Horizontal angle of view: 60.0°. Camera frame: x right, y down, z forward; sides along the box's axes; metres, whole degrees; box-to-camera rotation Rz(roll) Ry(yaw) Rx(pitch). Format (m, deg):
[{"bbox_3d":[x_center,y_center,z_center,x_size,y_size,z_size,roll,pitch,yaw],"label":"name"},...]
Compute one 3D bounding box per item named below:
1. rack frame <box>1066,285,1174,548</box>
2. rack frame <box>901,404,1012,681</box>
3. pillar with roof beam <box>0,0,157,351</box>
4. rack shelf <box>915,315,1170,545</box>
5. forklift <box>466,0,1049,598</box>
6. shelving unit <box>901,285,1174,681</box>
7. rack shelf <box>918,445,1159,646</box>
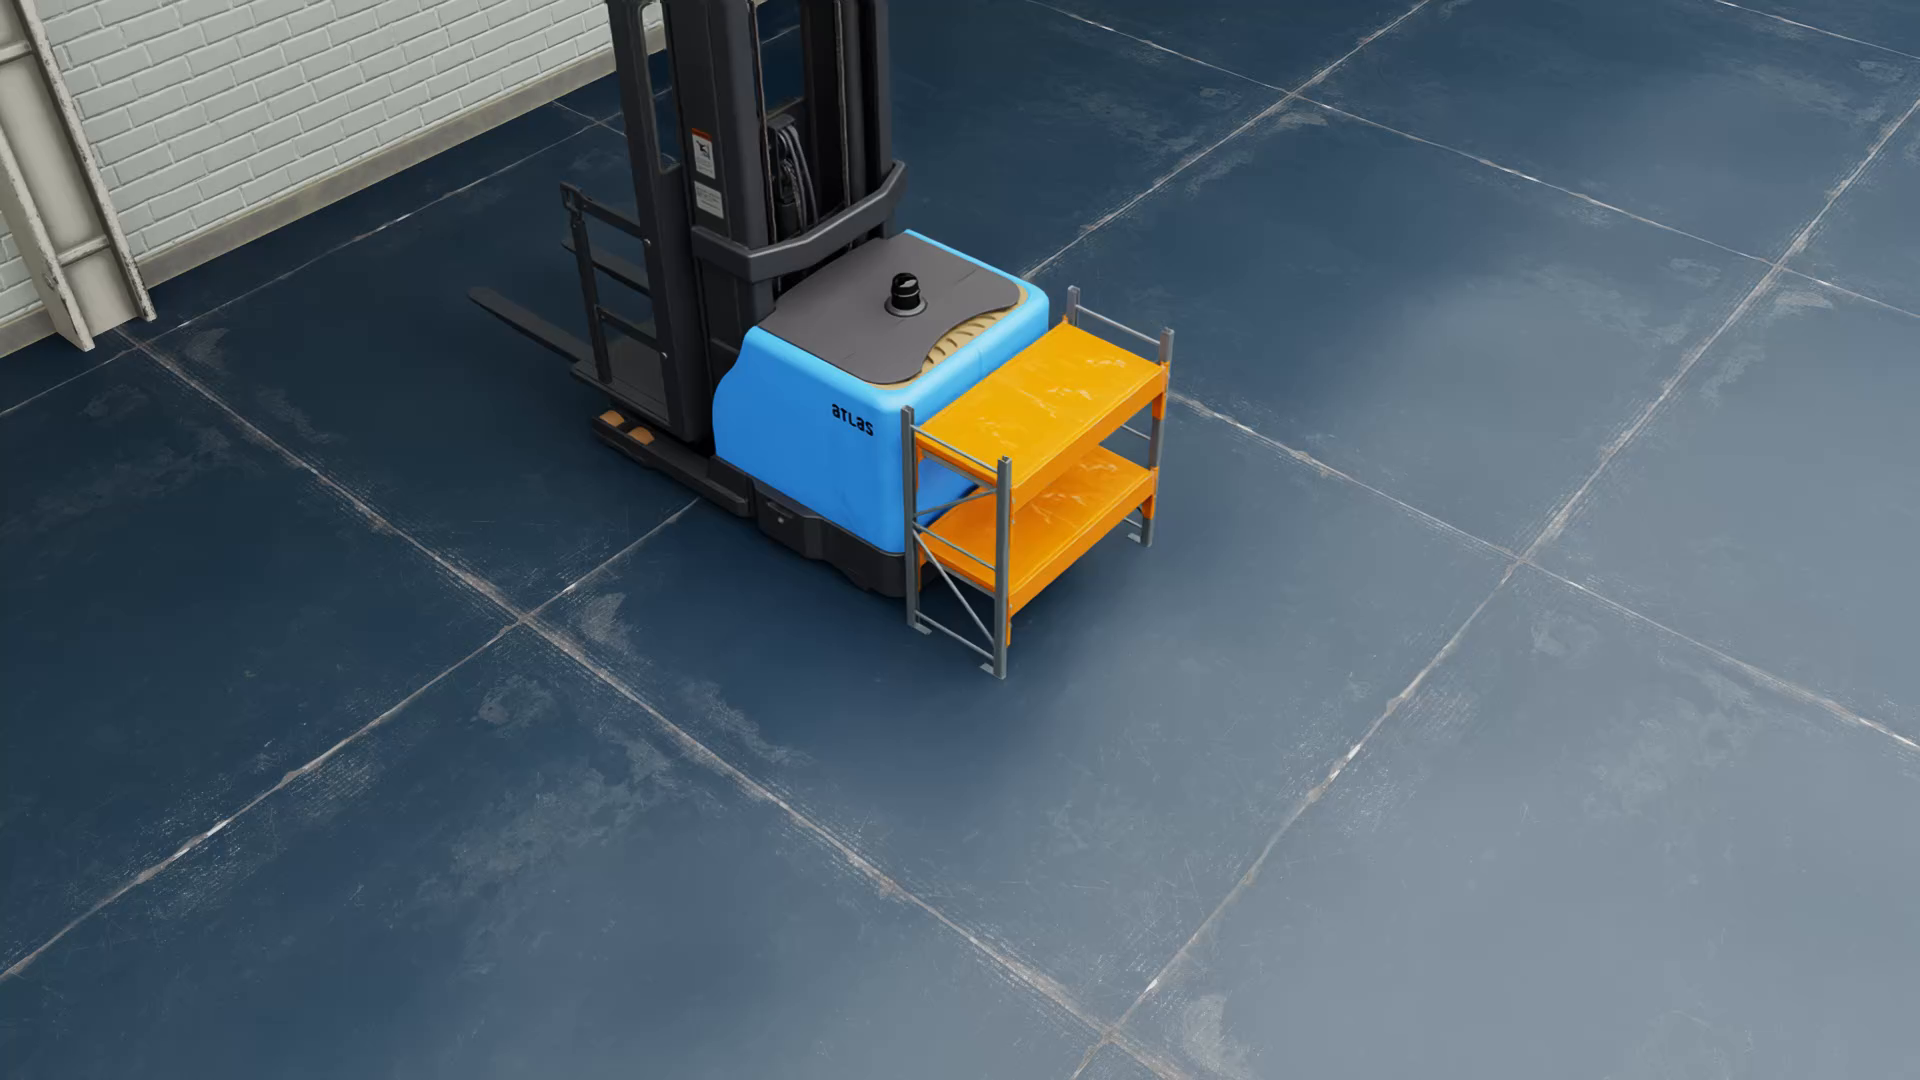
[{"bbox_3d":[0.633,-0.496,6.960,0.500,1.125,0.032,29,50,28],"label":"rack frame"},{"bbox_3d":[-0.017,0.030,6.381,0.500,1.125,0.032,29,50,28],"label":"rack frame"},{"bbox_3d":[-1.053,-2.570,3.388,9.100,9.000,0.400,29,50,28],"label":"pillar with roof beam"},{"bbox_3d":[0.308,-0.450,6.473,0.538,0.278,1.000,29,50,28],"label":"rack shelf"},{"bbox_3d":[-1.079,-1.681,6.920,3.031,2.935,1.130,29,50,28],"label":"forklift"},{"bbox_3d":[0.308,-0.233,6.670,0.538,1.125,1.048,29,50,28],"label":"shelving unit"},{"bbox_3d":[0.308,-0.052,6.835,0.538,0.278,1.000,29,50,28],"label":"rack shelf"}]
